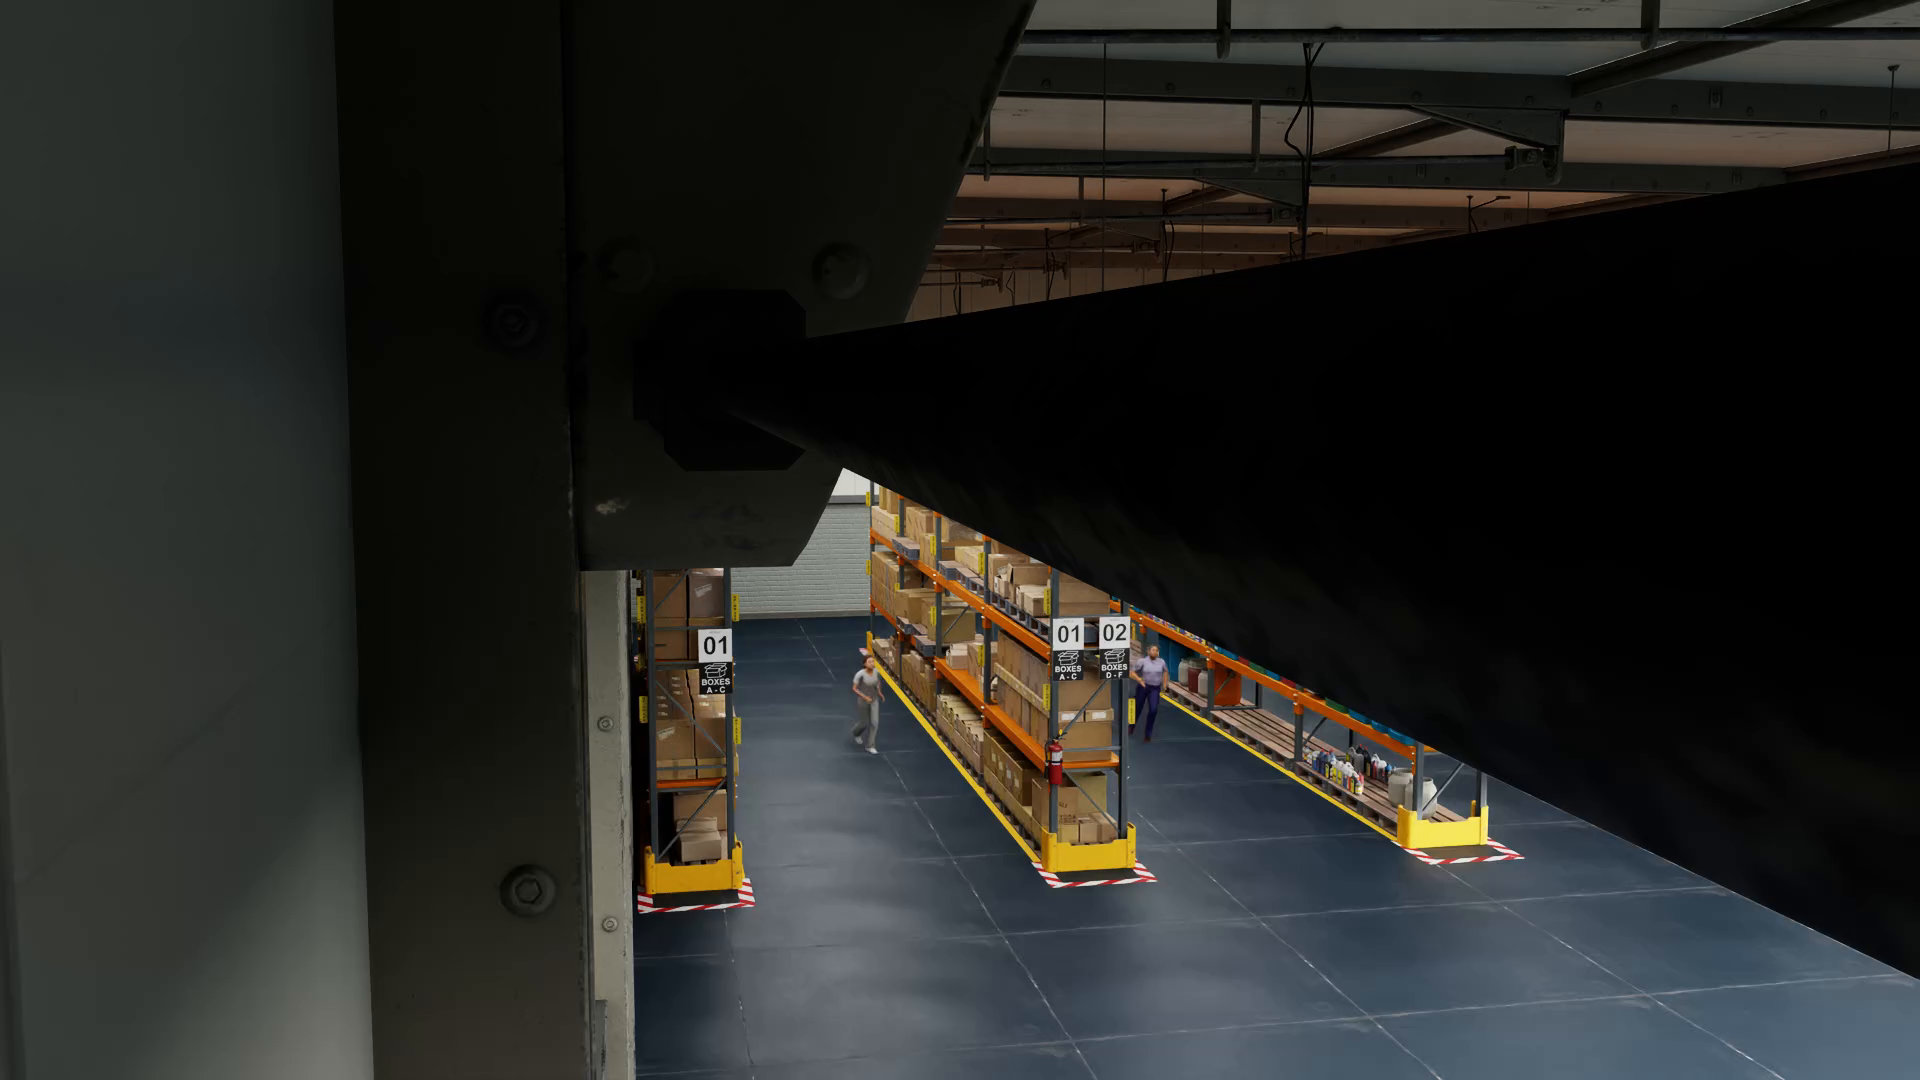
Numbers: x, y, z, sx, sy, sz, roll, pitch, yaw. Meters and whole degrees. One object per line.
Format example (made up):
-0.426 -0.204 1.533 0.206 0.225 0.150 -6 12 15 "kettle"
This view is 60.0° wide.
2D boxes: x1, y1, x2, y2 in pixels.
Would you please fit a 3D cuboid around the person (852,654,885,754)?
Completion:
-1.562 2.667 27.442 0.560 1.627 0.806 -3 7 -26 "person"

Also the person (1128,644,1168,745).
3.200 2.594 28.186 0.708 1.675 0.766 0 6 -2 "person"
